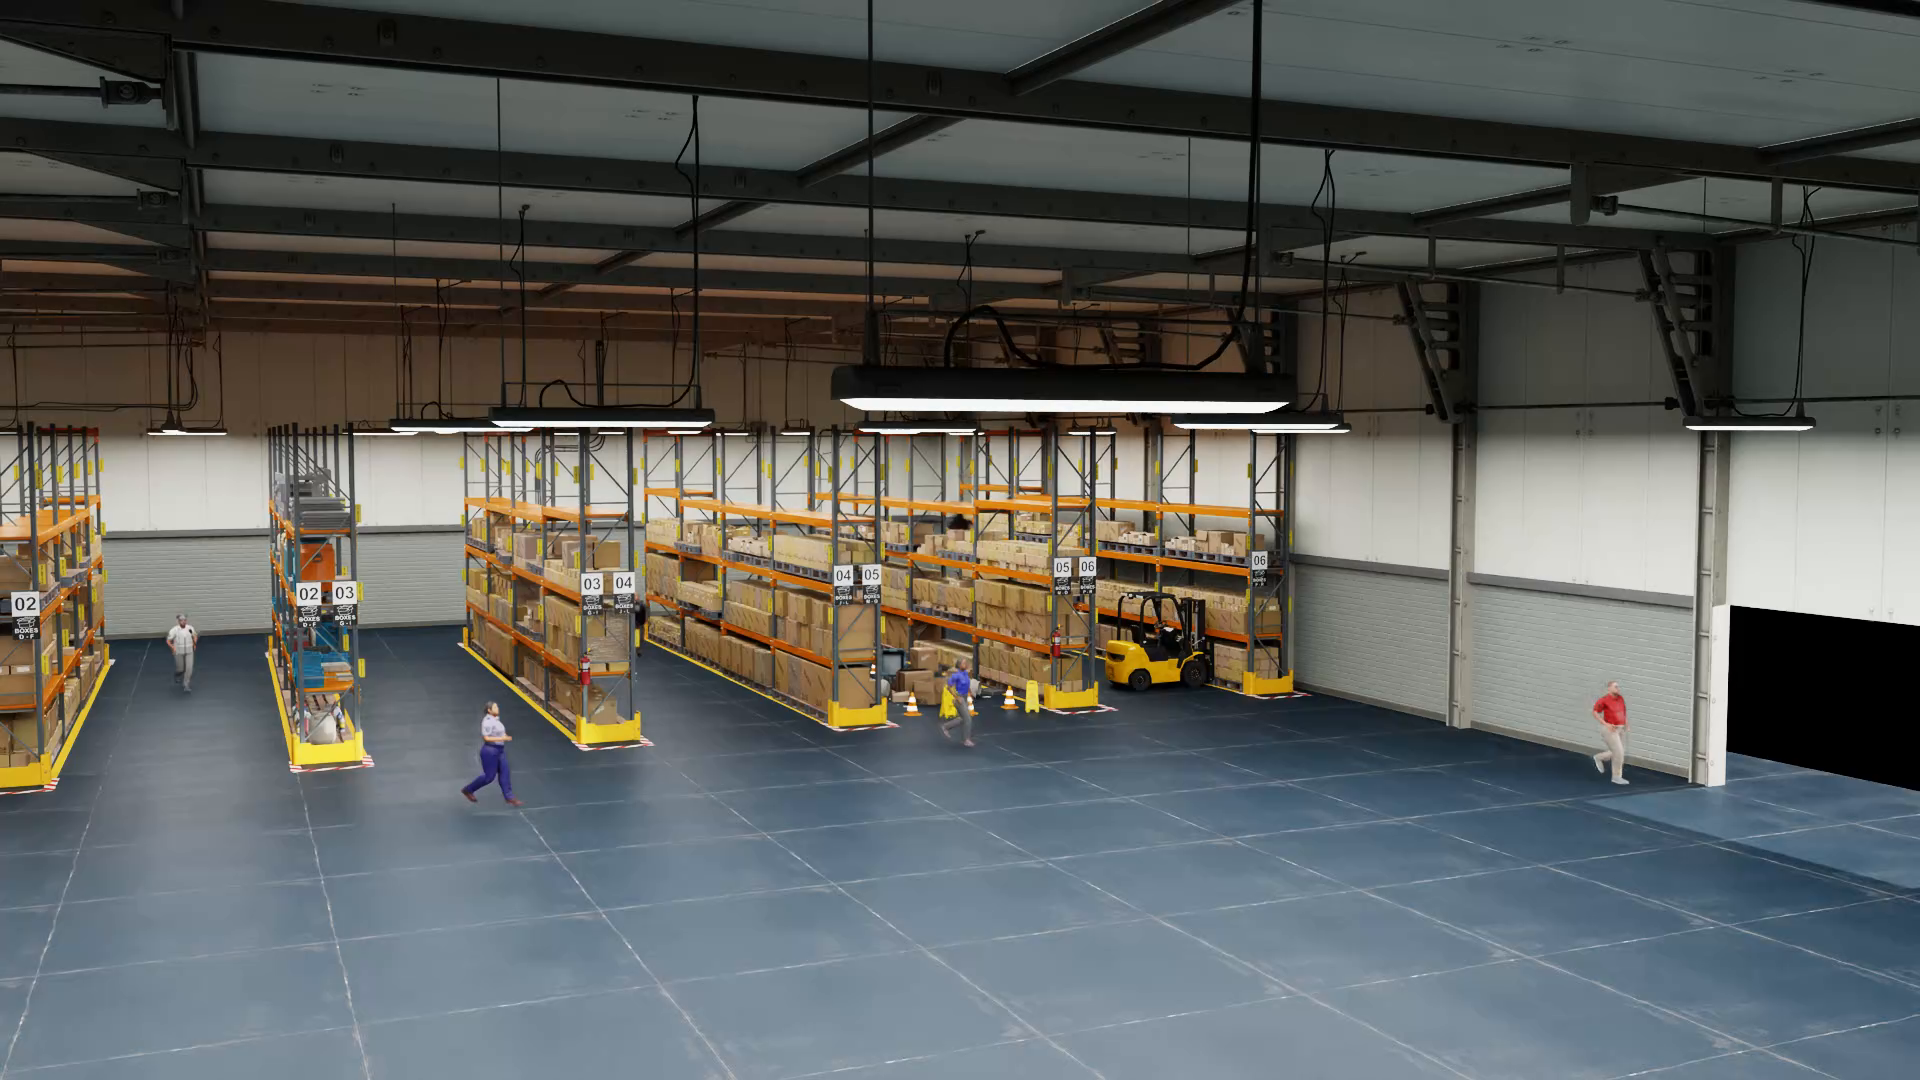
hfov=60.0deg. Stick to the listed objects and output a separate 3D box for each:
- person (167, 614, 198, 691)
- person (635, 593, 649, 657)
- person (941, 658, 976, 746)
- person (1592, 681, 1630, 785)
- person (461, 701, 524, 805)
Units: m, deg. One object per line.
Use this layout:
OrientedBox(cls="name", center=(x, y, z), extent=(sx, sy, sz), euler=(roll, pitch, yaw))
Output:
OrientedBox(cls="person", center=(-17.698, 2.545, 37.894), extent=(0.665, 1.755, 0.733), euler=(-3, 4, -38))
OrientedBox(cls="person", center=(-8.549, 2.267, 43.887), extent=(0.684, 1.613, 0.710), euler=(-2, 4, -29))
OrientedBox(cls="person", center=(-0.039, 3.025, 31.107), extent=(0.763, 1.634, 0.597), euler=(2, 4, 25))
OrientedBox(cls="person", center=(10.830, 3.179, 27.677), extent=(0.682, 1.684, 0.770), euler=(-2, 4, -31))
OrientedBox(cls="person", center=(-7.251, 3.318, 25.763), extent=(0.924, 1.635, 0.606), euler=(0, 3, 0))
